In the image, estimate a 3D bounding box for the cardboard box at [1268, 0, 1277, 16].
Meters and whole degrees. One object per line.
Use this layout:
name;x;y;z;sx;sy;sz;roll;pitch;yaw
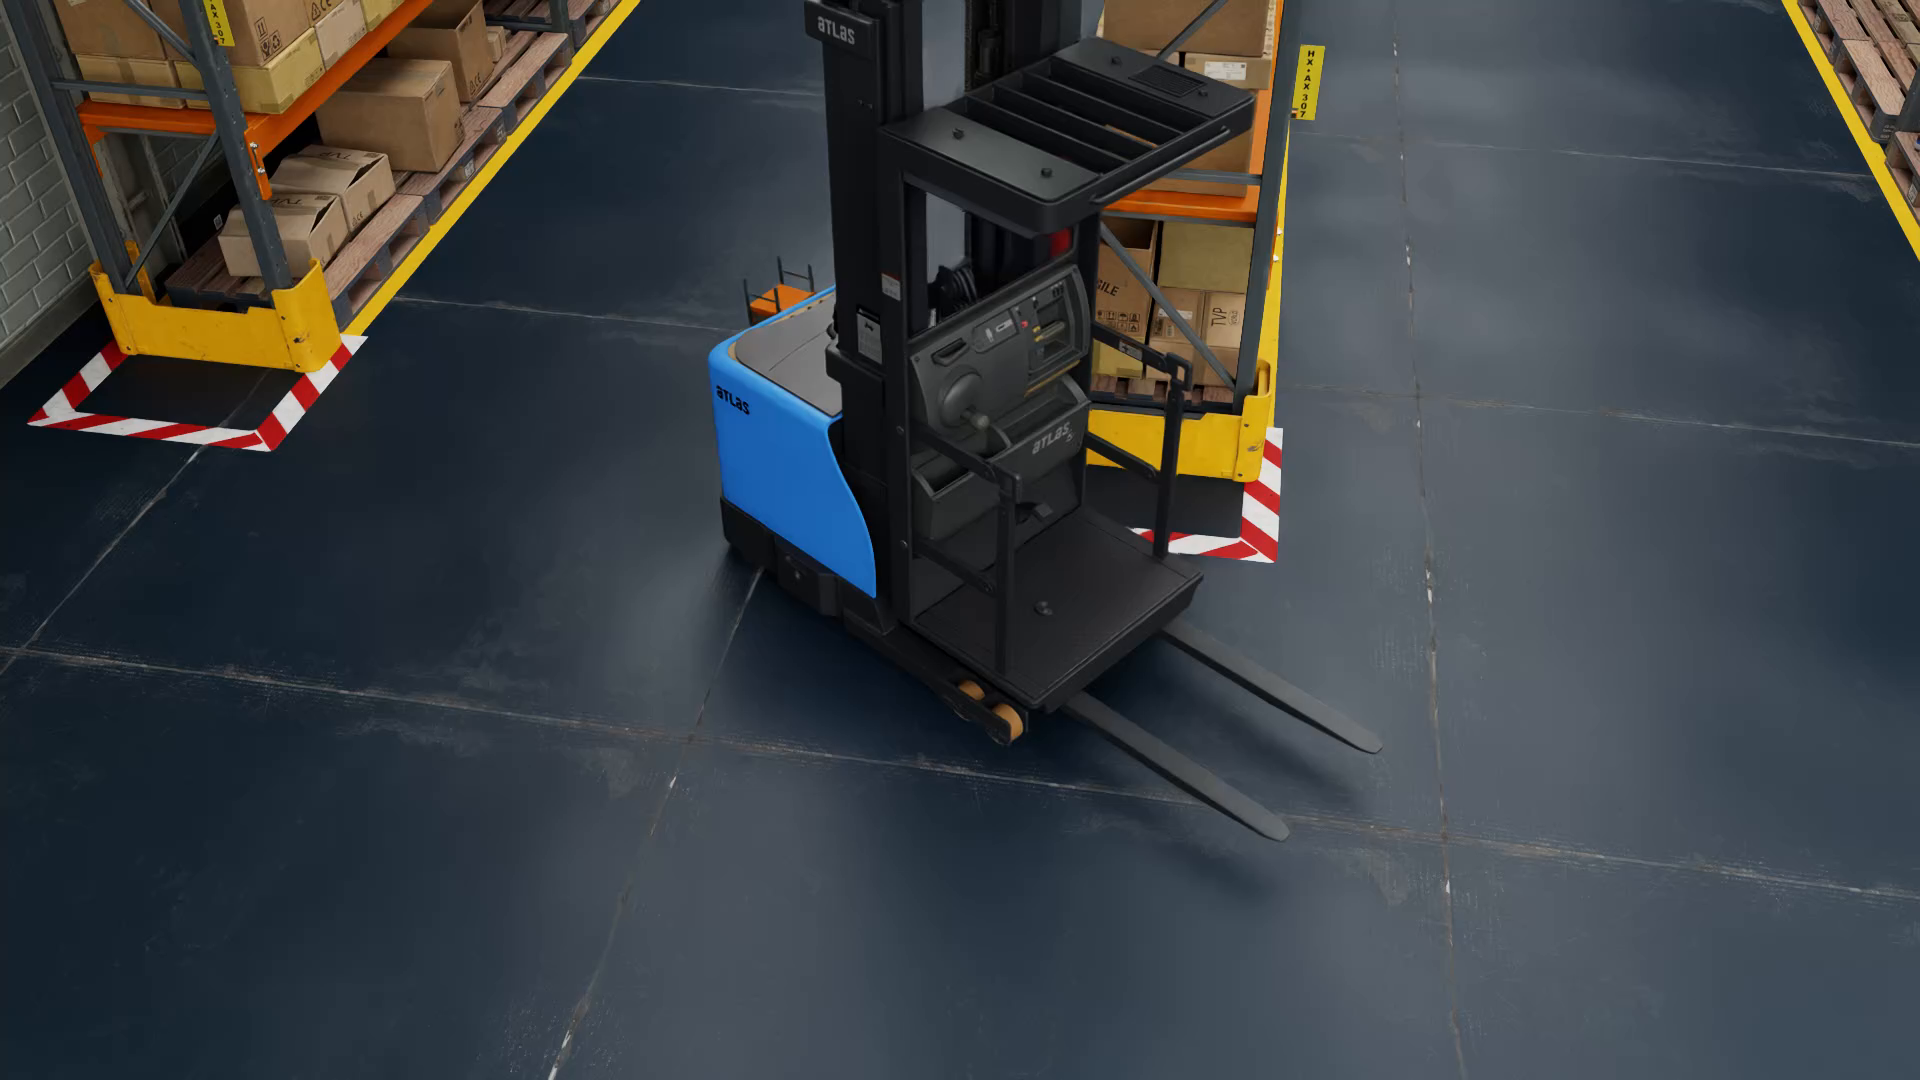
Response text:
cardboard box;1.280;-2.451;7.773;0.380;0.149;0.250;7;40;8

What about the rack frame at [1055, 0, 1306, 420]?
rack frame;0.912;-1.617;7.352;1.000;3.000;0.127;6;40;8

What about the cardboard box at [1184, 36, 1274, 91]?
cardboard box;1.192;-2.128;7.383;0.380;0.149;0.250;6;40;7

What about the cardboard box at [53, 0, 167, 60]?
cardboard box;-4.095;-2.720;8.199;0.500;0.500;0.500;6;40;7

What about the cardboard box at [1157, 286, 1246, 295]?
cardboard box;1.307;-1.346;8.852;0.500;0.250;0.500;6;40;8

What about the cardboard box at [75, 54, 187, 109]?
cardboard box;-4.078;-2.426;8.432;0.500;0.250;0.500;7;40;8

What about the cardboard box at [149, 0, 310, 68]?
cardboard box;-3.589;-2.667;8.135;0.500;0.500;0.500;6;40;8

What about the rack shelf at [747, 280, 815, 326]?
rack shelf;-0.818;-1.019;7.719;0.215;0.259;0.240;20;43;29

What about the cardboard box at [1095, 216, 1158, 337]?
cardboard box;0.712;-1.378;8.302;0.500;0.500;0.500;6;40;8

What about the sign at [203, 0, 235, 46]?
sign;-3.433;-2.435;7.662;0.100;0.325;0.005;6;40;8

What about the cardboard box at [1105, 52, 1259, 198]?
cardboard box;1.005;-1.948;7.673;0.700;0.500;0.500;6;40;8

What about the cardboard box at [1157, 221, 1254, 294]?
cardboard box;1.309;-1.635;8.613;0.500;0.500;0.500;6;40;8

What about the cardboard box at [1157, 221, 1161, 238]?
cardboard box;0.870;-2.007;9.063;0.500;0.500;0.500;6;40;8

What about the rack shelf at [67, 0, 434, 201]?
rack shelf;-3.621;-3.139;9.757;1.077;0.370;4.000;6;40;8

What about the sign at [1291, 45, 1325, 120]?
sign;1.458;-1.917;6.973;0.100;0.325;0.005;6;40;8

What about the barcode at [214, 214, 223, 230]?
barcode;-4.150;-1.778;9.304;0.001;0.075;0.075;6;40;8

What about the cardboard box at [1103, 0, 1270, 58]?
cardboard box;1.015;-2.481;7.300;0.700;0.500;0.500;7;40;8

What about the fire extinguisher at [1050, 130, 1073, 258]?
fire extinguisher;0.434;-1.565;7.349;0.296;0.674;0.183;6;40;8

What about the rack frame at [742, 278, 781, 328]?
rack frame;-0.870;-0.737;7.806;0.200;1.050;0.008;20;43;29

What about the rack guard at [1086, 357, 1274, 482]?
rack guard;0.908;-0.639;8.131;1.175;0.500;0.348;6;40;8

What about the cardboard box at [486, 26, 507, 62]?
cardboard box;-3.338;-3.410;11.399;0.380;0.166;0.250;2;40;2

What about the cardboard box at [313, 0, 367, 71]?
cardboard box;-3.495;-2.710;8.776;0.500;0.250;0.500;5;40;6

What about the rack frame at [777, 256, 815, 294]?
rack frame;-0.732;-0.865;7.961;0.200;1.050;0.008;20;43;29

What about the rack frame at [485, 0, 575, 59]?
rack frame;-3.275;-4.672;11.046;1.000;3.000;0.127;6;40;8

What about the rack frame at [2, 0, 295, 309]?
rack frame;-3.968;-2.161;8.010;1.000;3.000;0.127;6;40;8

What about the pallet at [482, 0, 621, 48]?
pallet;-3.142;-4.086;12.526;1.003;0.211;1.213;6;40;8

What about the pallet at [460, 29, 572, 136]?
pallet;-3.357;-3.172;11.420;1.003;0.211;1.213;6;40;8

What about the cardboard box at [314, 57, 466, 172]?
cardboard box;-3.484;-2.604;10.163;0.700;0.500;0.500;4;40;5

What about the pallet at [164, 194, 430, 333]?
pallet;-3.779;-1.640;9.568;1.003;0.211;1.213;6;40;8

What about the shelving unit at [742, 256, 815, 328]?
shelving unit;-0.801;-0.801;7.883;0.215;1.050;0.252;20;43;29

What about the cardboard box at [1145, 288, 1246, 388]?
cardboard box;1.224;-1.032;8.472;0.500;0.250;0.500;6;40;8

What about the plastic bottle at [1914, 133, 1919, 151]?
plastic bottle;5.995;-2.546;10.271;0.097;0.271;0.097;0;40;0

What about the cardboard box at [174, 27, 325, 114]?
cardboard box;-3.570;-2.382;8.380;0.500;0.250;0.500;5;40;6

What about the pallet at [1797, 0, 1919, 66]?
pallet;6.789;-3.770;12.144;1.003;0.211;1.213;6;40;8

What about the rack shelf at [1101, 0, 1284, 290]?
rack shelf;1.258;-2.595;9.100;1.077;0.370;4.000;6;40;8

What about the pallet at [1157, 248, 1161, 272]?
pallet;1.217;-1.791;9.750;1.003;0.211;1.213;6;40;8

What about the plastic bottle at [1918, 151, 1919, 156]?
plastic bottle;5.978;-2.455;10.216;0.097;0.201;0.097;0;40;0

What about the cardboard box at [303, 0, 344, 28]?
cardboard box;-3.494;-2.976;8.509;0.500;0.500;0.500;7;40;8

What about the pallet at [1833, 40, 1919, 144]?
pallet;6.580;-3.002;11.215;1.003;0.211;1.213;6;40;8

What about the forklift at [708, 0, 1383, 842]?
forklift;0.320;-0.678;6.270;3.031;2.935;1.130;32;49;32

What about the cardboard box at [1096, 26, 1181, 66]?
cardboard box;0.790;-2.167;7.429;0.380;0.149;0.250;6;40;7

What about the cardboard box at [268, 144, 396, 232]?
cardboard box;-3.661;-2.077;9.673;0.500;0.311;0.500;10;41;11

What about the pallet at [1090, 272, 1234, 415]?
pallet;1.003;-1.027;8.827;1.003;0.211;1.213;6;40;8

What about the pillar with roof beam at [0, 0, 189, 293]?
pillar with roof beam;-0.458;-4.533;6.171;9.100;9.000;0.400;6;40;8

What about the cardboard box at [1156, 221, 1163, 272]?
cardboard box;0.873;-1.718;9.302;0.500;0.250;0.500;6;40;8

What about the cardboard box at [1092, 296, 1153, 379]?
cardboard box;0.714;-1.089;8.541;0.500;0.250;0.500;6;40;8

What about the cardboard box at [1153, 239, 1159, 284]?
cardboard box;0.789;-1.404;8.922;0.500;0.250;0.500;6;40;8

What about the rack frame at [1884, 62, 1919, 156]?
rack frame;6.482;-3.579;9.725;1.000;3.000;0.127;6;40;8

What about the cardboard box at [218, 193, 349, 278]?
cardboard box;-3.759;-1.719;9.240;0.500;0.311;0.500;2;40;3

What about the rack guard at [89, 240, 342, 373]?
rack guard;-3.954;-1.246;8.864;1.175;0.500;0.348;6;40;8

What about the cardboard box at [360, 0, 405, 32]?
cardboard box;-3.401;-3.029;9.162;0.500;0.250;0.500;6;40;7

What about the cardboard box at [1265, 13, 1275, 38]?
cardboard box;1.235;-2.294;7.584;0.380;0.149;0.250;5;40;7

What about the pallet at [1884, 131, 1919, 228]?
pallet;6.325;-2.088;10.109;1.003;0.211;1.213;6;40;8

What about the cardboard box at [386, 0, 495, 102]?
cardboard box;-3.416;-3.222;10.910;0.500;0.500;0.500;4;40;4

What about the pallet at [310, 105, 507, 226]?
pallet;-3.566;-2.404;10.492;1.003;0.211;1.213;6;40;8

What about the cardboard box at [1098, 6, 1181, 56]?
cardboard box;0.834;-2.331;7.628;0.380;0.149;0.250;7;40;9
